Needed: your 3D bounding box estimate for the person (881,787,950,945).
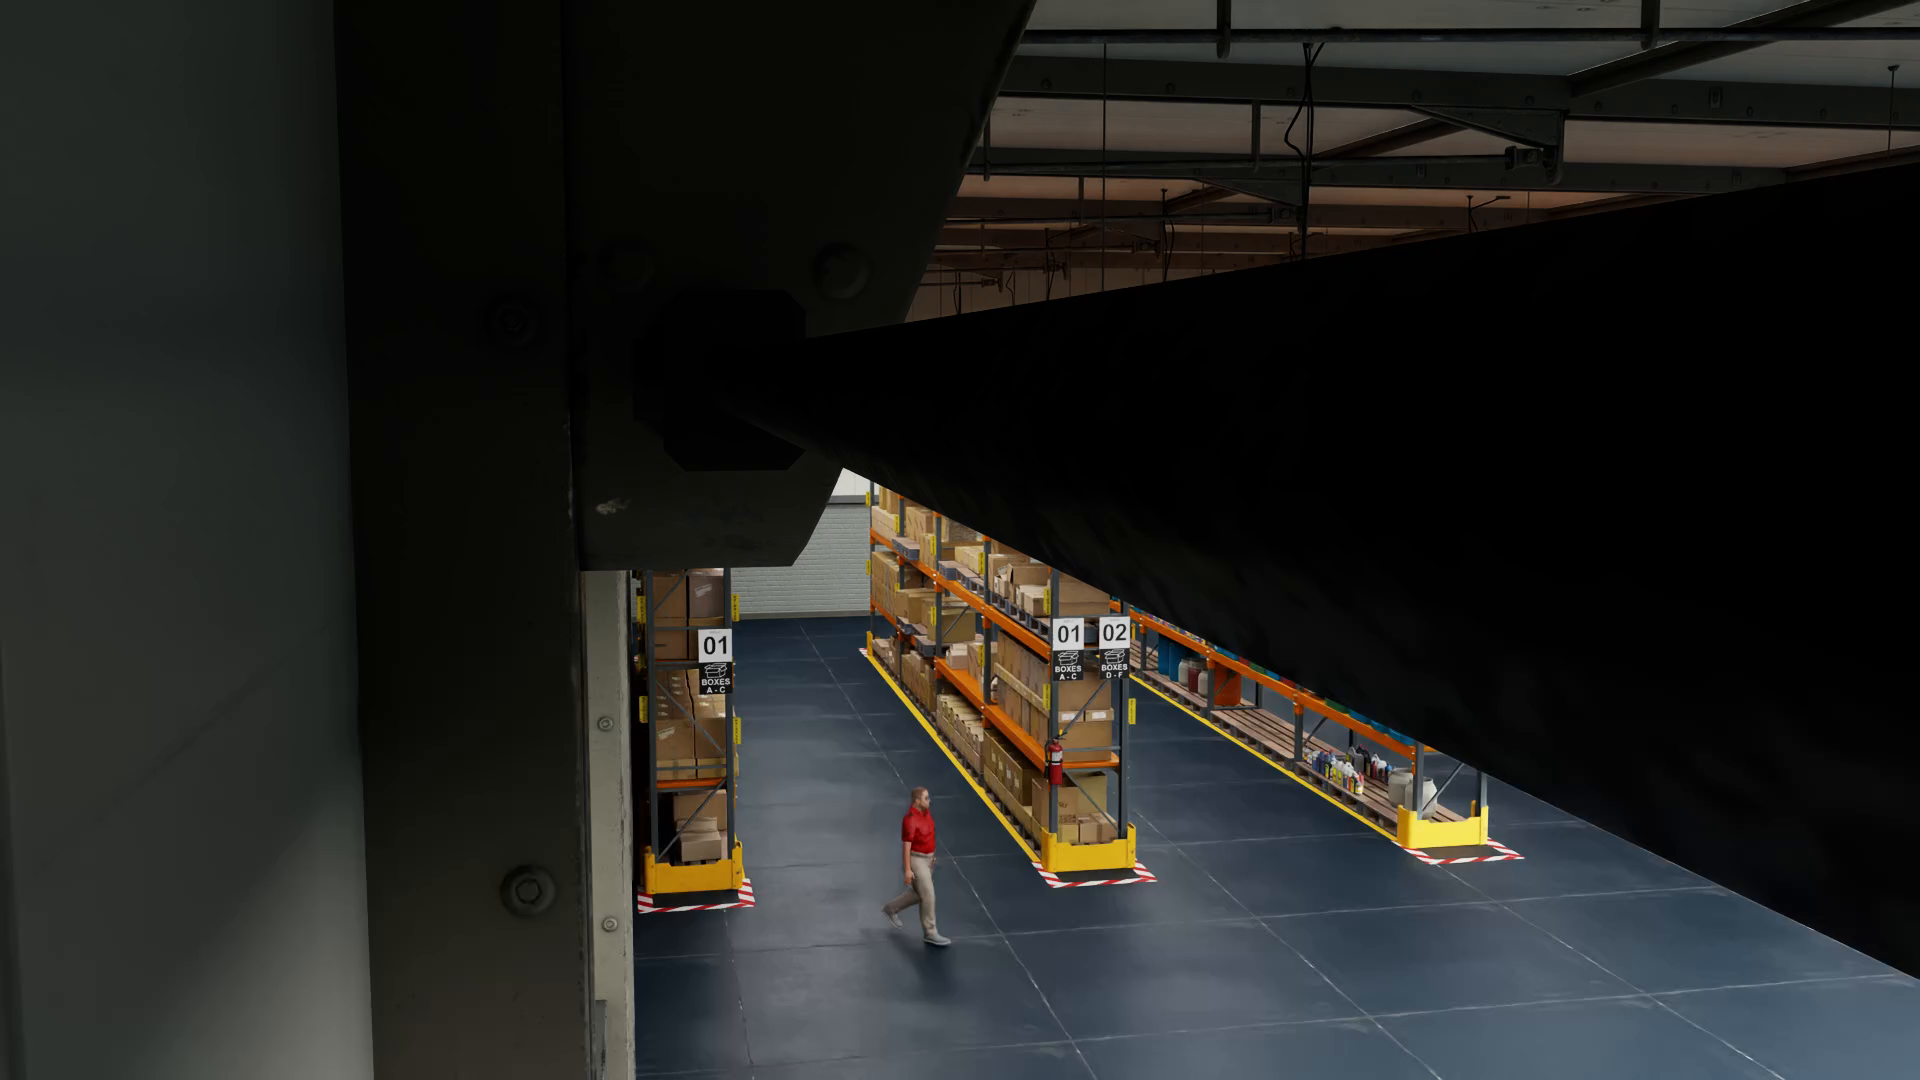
[{"bbox_3d":[-0.463,3.556,18.391,0.869,1.692,0.589,2,6,19],"label":"person"}]
